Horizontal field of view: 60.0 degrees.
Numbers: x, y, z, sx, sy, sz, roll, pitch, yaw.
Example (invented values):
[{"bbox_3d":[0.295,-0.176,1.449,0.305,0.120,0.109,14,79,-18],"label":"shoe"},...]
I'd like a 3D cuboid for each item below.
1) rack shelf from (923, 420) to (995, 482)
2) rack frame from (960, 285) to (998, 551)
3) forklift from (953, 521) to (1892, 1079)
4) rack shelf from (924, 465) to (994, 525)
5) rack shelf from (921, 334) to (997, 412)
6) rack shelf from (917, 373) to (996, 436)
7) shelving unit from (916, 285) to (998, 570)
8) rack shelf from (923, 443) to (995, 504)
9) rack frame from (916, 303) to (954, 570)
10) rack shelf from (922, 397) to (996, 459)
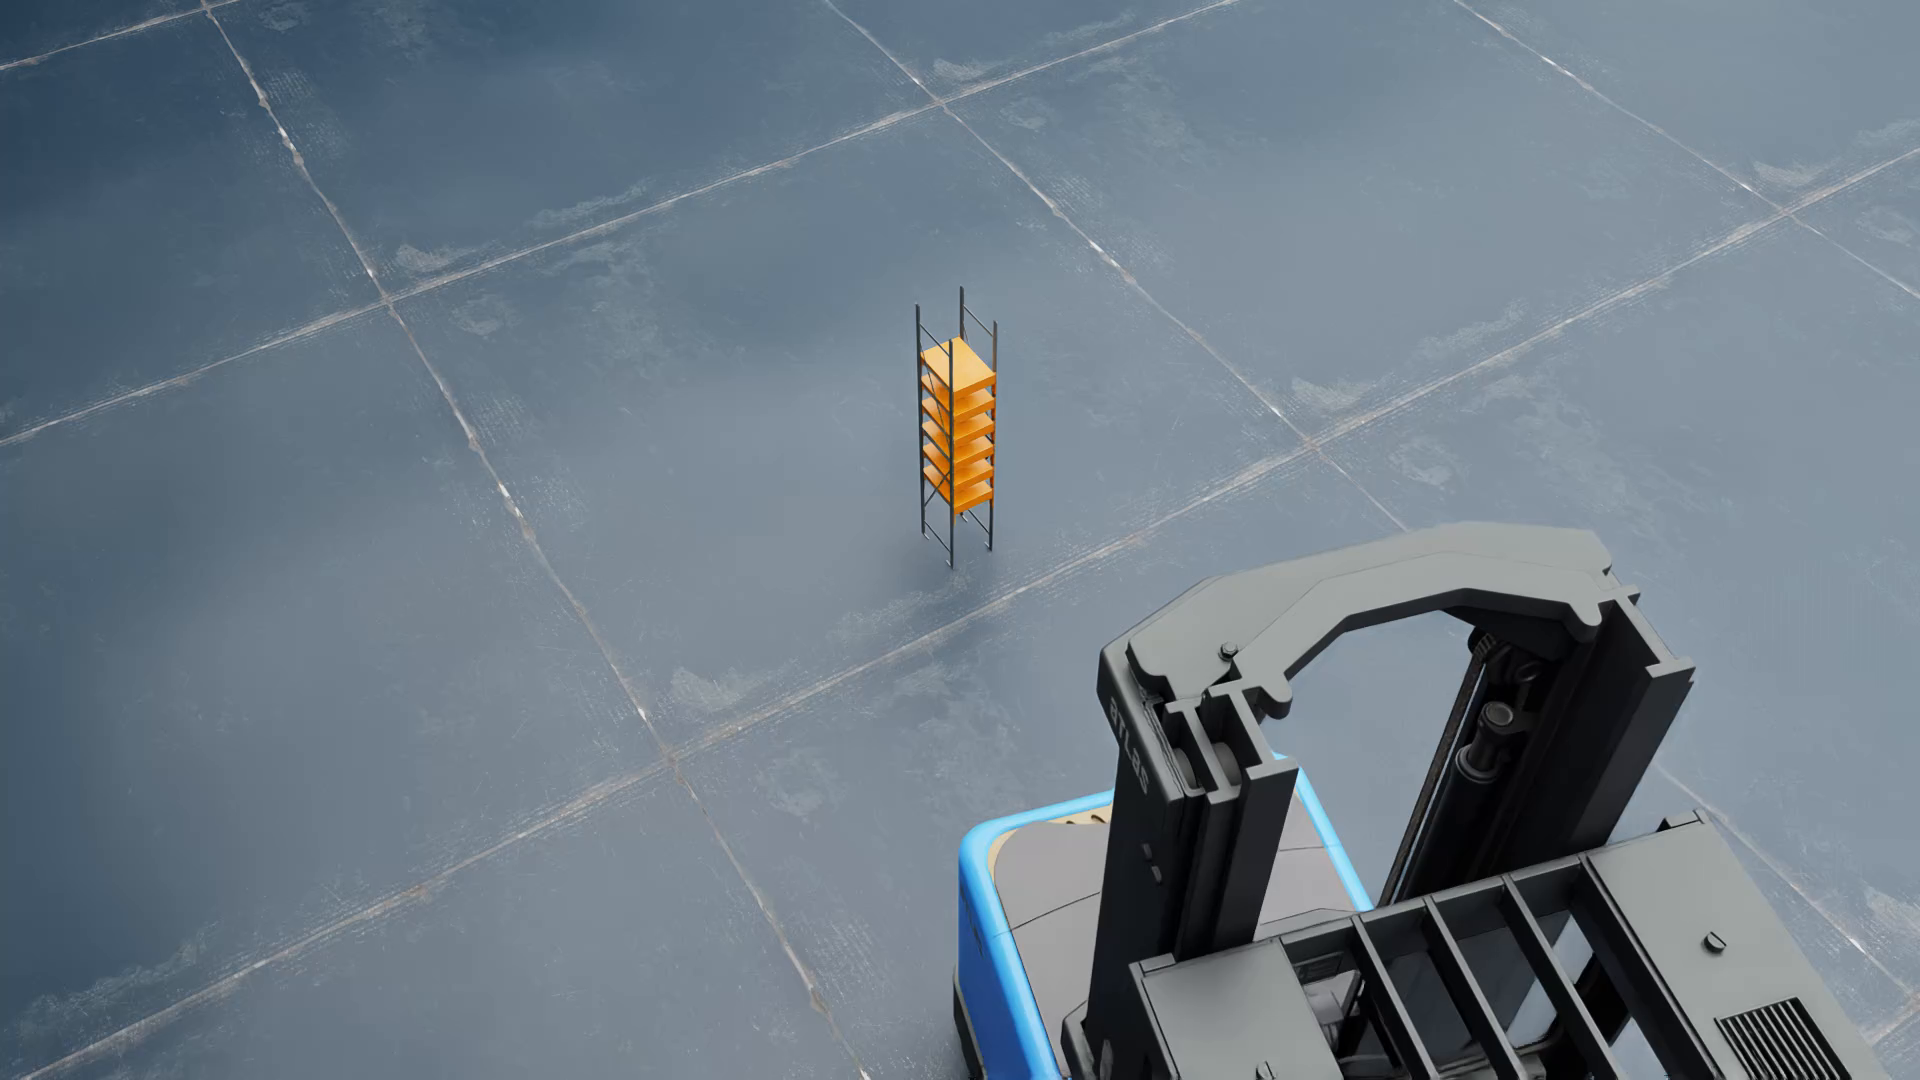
[{"bbox_3d":[-0.012,-0.364,6.275,0.180,0.103,0.258,-25,53,-21],"label":"rack shelf"},{"bbox_3d":[0.065,-0.430,6.275,0.006,1.200,0.240,-25,53,-21],"label":"rack frame"},{"bbox_3d":[0.882,1.488,3.408,1.130,2.935,3.031,-12,49,-11],"label":"forklift"},{"bbox_3d":[-0.012,-0.204,6.455,0.180,0.103,0.258,-25,53,-21],"label":"rack shelf"},{"bbox_3d":[-0.012,-0.603,6.006,0.180,0.103,0.258,-25,53,-21],"label":"rack shelf"},{"bbox_3d":[-0.012,-0.523,6.096,0.180,0.103,0.258,-25,53,-21],"label":"rack shelf"},{"bbox_3d":[-0.012,-0.393,6.242,0.189,1.200,0.258,-25,53,-21],"label":"shelving unit"},{"bbox_3d":[-0.012,-0.284,6.365,0.180,0.103,0.258,-25,53,-21],"label":"rack shelf"},{"bbox_3d":[-0.090,-0.357,6.210,0.006,1.200,0.240,-25,53,-21],"label":"rack frame"},{"bbox_3d":[-0.012,-0.444,6.186,0.180,0.103,0.258,-25,53,-21],"label":"rack shelf"}]
